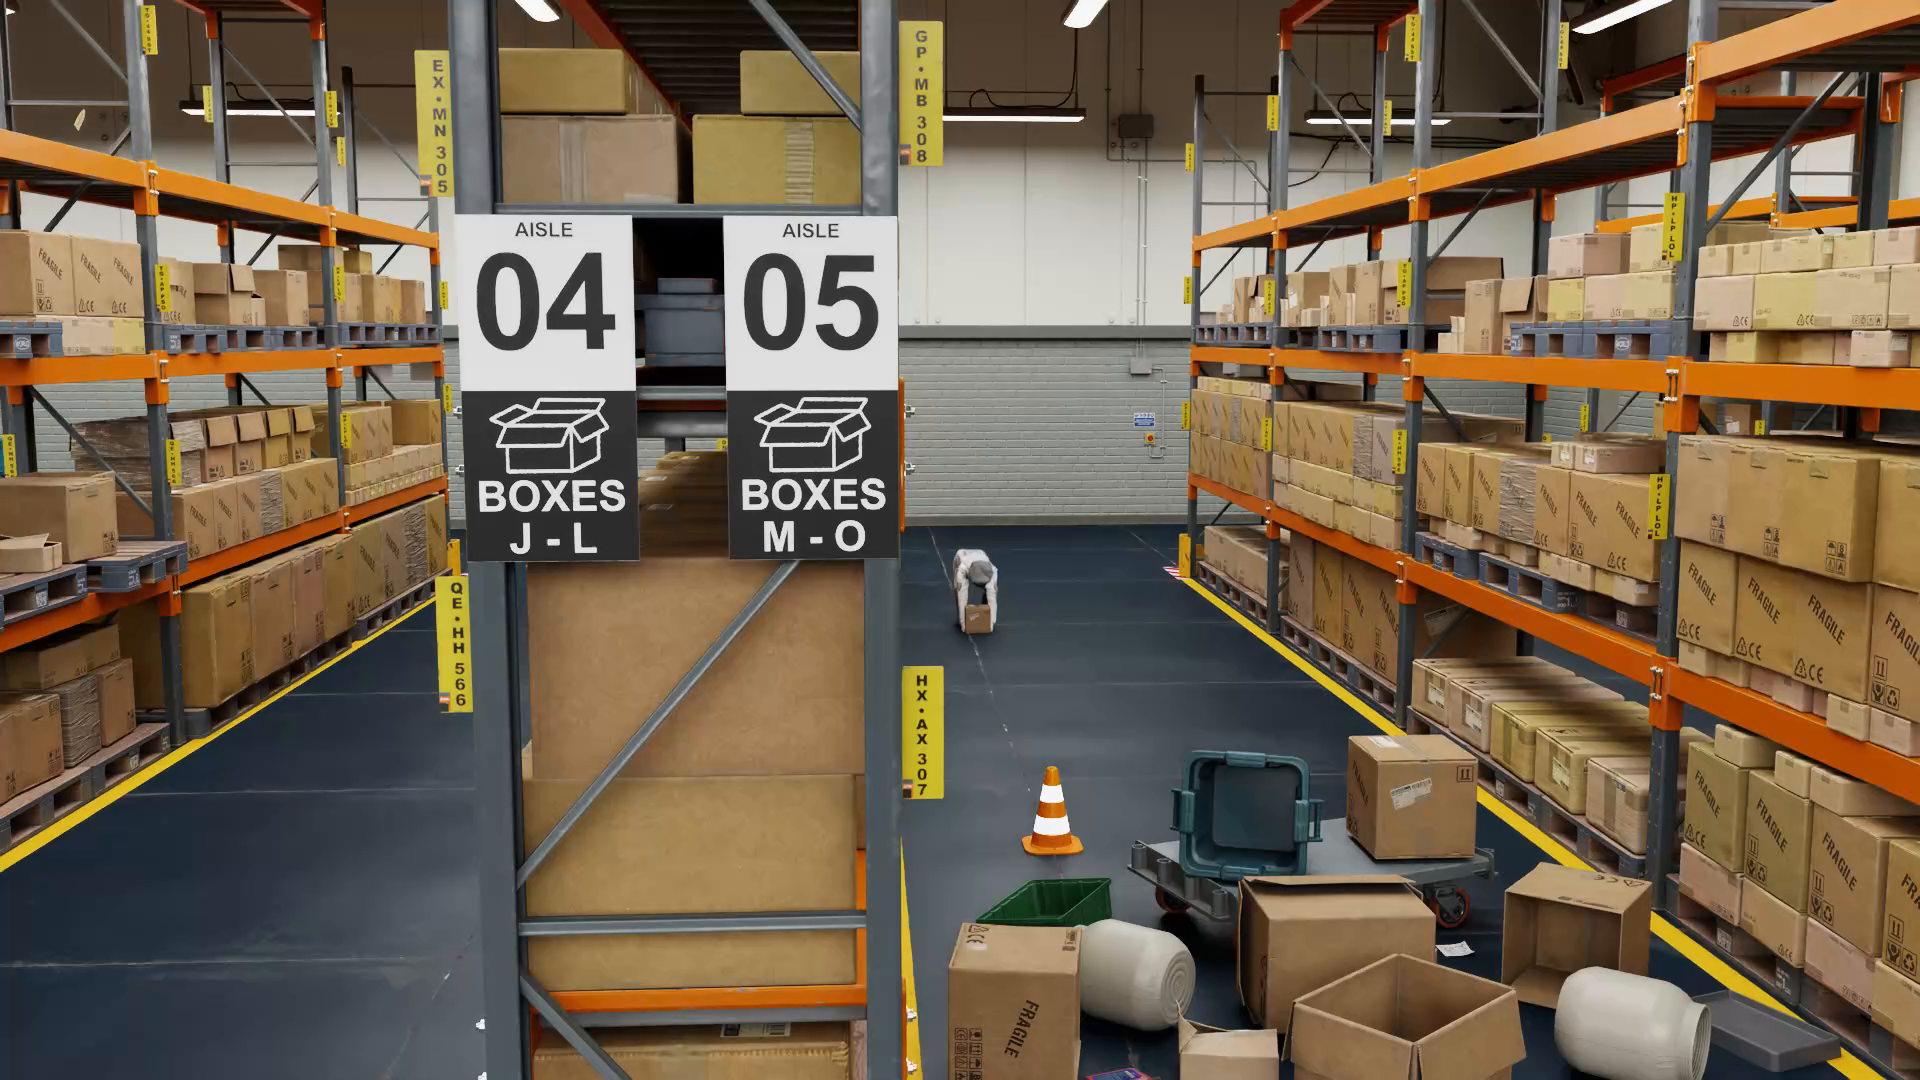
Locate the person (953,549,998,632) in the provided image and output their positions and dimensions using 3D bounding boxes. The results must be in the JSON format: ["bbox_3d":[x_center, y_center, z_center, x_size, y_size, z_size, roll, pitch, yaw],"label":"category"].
[{"bbox_3d":[0.159,0.503,16.890,0.456,0.783,0.910,-1,7,-6],"label":"person"}]
